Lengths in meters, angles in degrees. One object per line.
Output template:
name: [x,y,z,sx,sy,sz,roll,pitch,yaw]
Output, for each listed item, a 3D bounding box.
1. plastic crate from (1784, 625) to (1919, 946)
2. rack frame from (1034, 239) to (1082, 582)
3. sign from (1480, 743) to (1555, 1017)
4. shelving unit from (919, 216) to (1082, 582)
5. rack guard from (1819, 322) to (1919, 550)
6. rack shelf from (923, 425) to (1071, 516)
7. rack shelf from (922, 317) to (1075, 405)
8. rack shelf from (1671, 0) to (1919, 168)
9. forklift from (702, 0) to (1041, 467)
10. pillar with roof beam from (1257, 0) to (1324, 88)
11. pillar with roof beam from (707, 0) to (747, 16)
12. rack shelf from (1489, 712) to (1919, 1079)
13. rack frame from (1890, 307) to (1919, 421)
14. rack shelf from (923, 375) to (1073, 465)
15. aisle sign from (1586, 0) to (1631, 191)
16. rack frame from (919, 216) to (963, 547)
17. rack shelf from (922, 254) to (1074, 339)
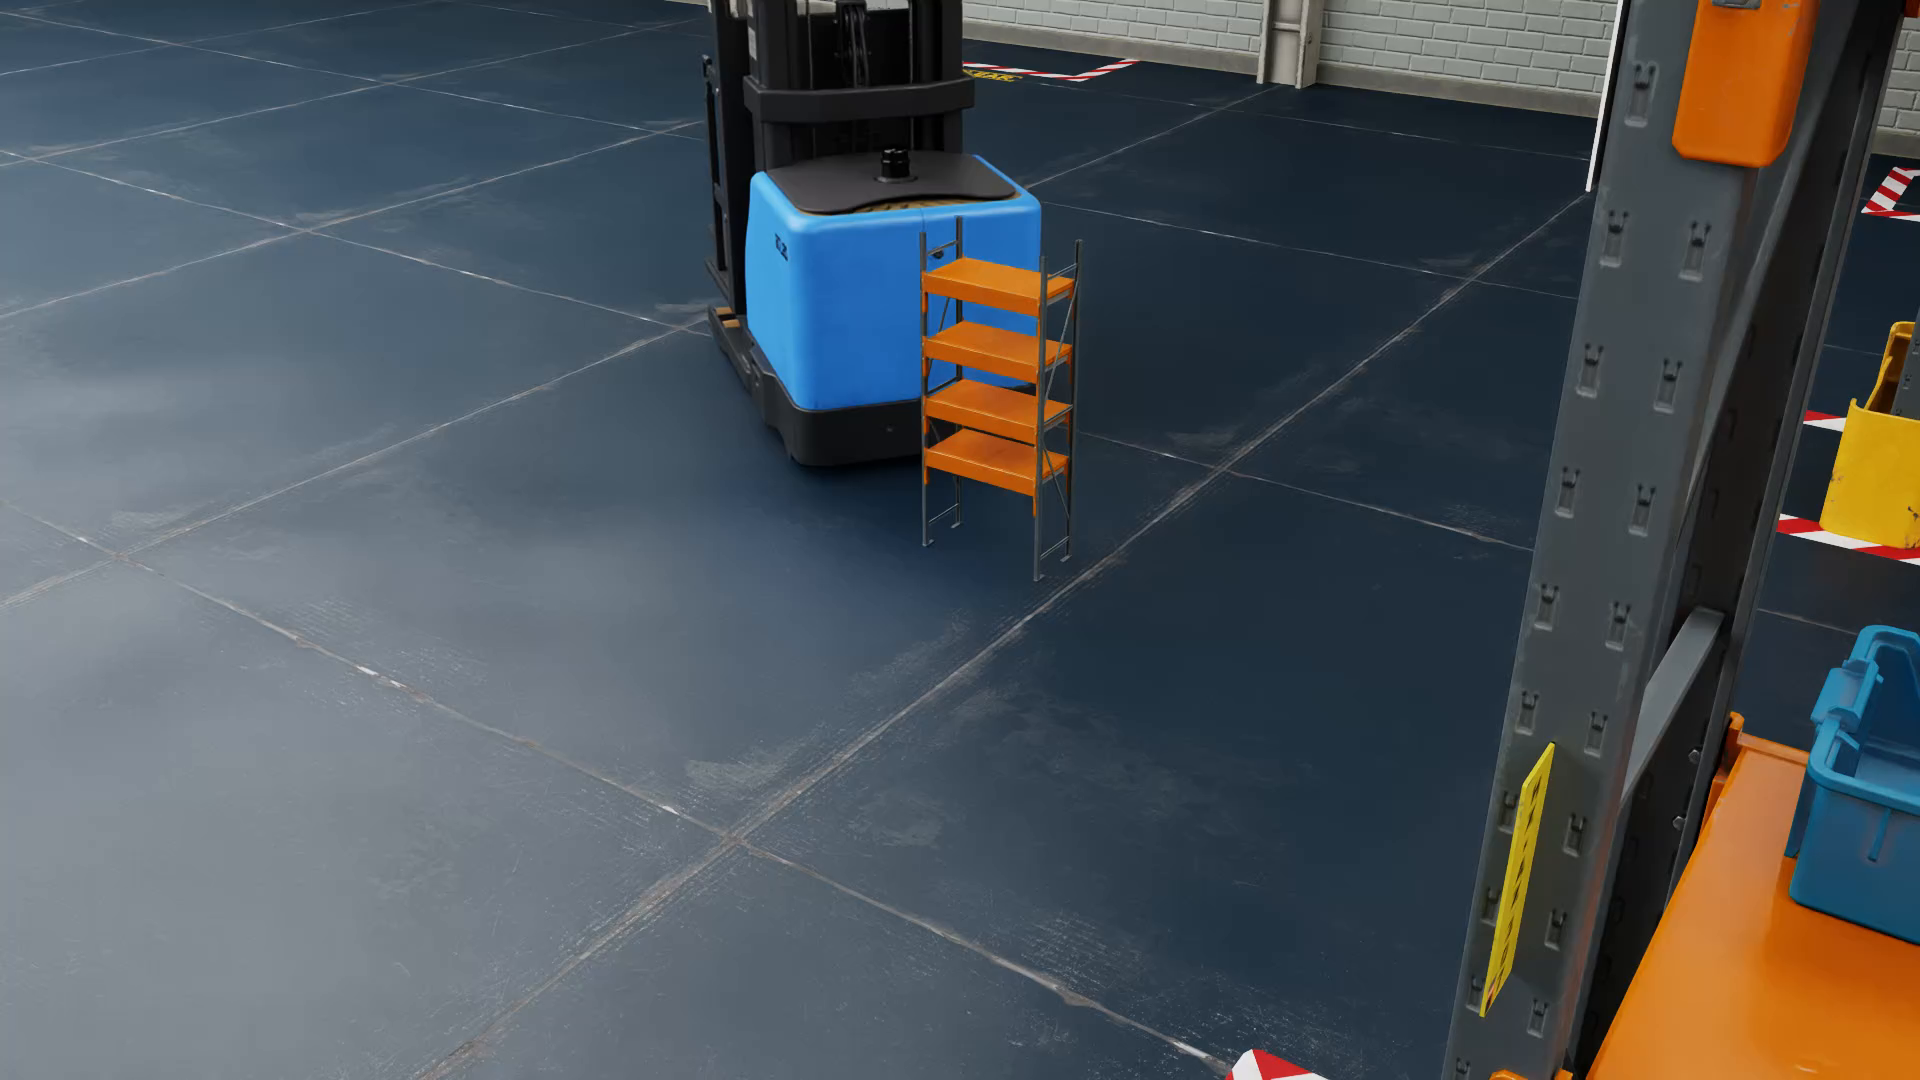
plastic crate: [1.525,0.389,2.343,0.616,0.251,0.499,17,32,30]
rack frame: [0.338,-0.430,5.771,0.015,1.200,0.240,17,32,30]
sign: [0.628,0.387,1.877,0.005,0.325,0.100,17,32,30]
shelving unit: [0.136,-0.492,5.894,0.503,1.200,0.258,17,32,30]
rack guard: [3.731,-0.437,6.558,0.348,0.500,1.175,17,32,30]
rack shelf: [0.136,-0.255,6.015,0.480,0.148,0.258,17,32,30]
rack shelf: [0.136,-0.632,5.823,0.480,0.148,0.258,17,32,30]
rack shelf: [2.592,-0.197,0.815,4.000,0.370,1.077,17,32,30]
forklift: [-0.601,-2.249,7.438,1.130,2.935,3.031,-8,28,-16]
pillar with roof beam: [0.236,-6.147,8.406,0.400,9.000,9.100,17,32,30]
pillar with roof beam: [-4.710,-7.687,11.434,0.400,9.000,9.100,17,32,30]
rack shelf: [2.592,1.140,1.496,4.000,0.370,1.077,17,32,30]
rack frame: [3.751,-1.545,5.979,0.127,3.000,1.000,17,32,30]
rack shelf: [0.136,-0.432,5.925,0.480,0.148,0.258,17,32,30]
aisle sign: [0.718,-0.762,1.573,0.004,0.787,0.394,17,32,30]
rack frame: [-0.065,-0.555,6.017,0.015,1.200,0.240,17,32,30]
rack shelf: [0.136,-0.842,5.716,0.480,0.148,0.258,17,32,30]
